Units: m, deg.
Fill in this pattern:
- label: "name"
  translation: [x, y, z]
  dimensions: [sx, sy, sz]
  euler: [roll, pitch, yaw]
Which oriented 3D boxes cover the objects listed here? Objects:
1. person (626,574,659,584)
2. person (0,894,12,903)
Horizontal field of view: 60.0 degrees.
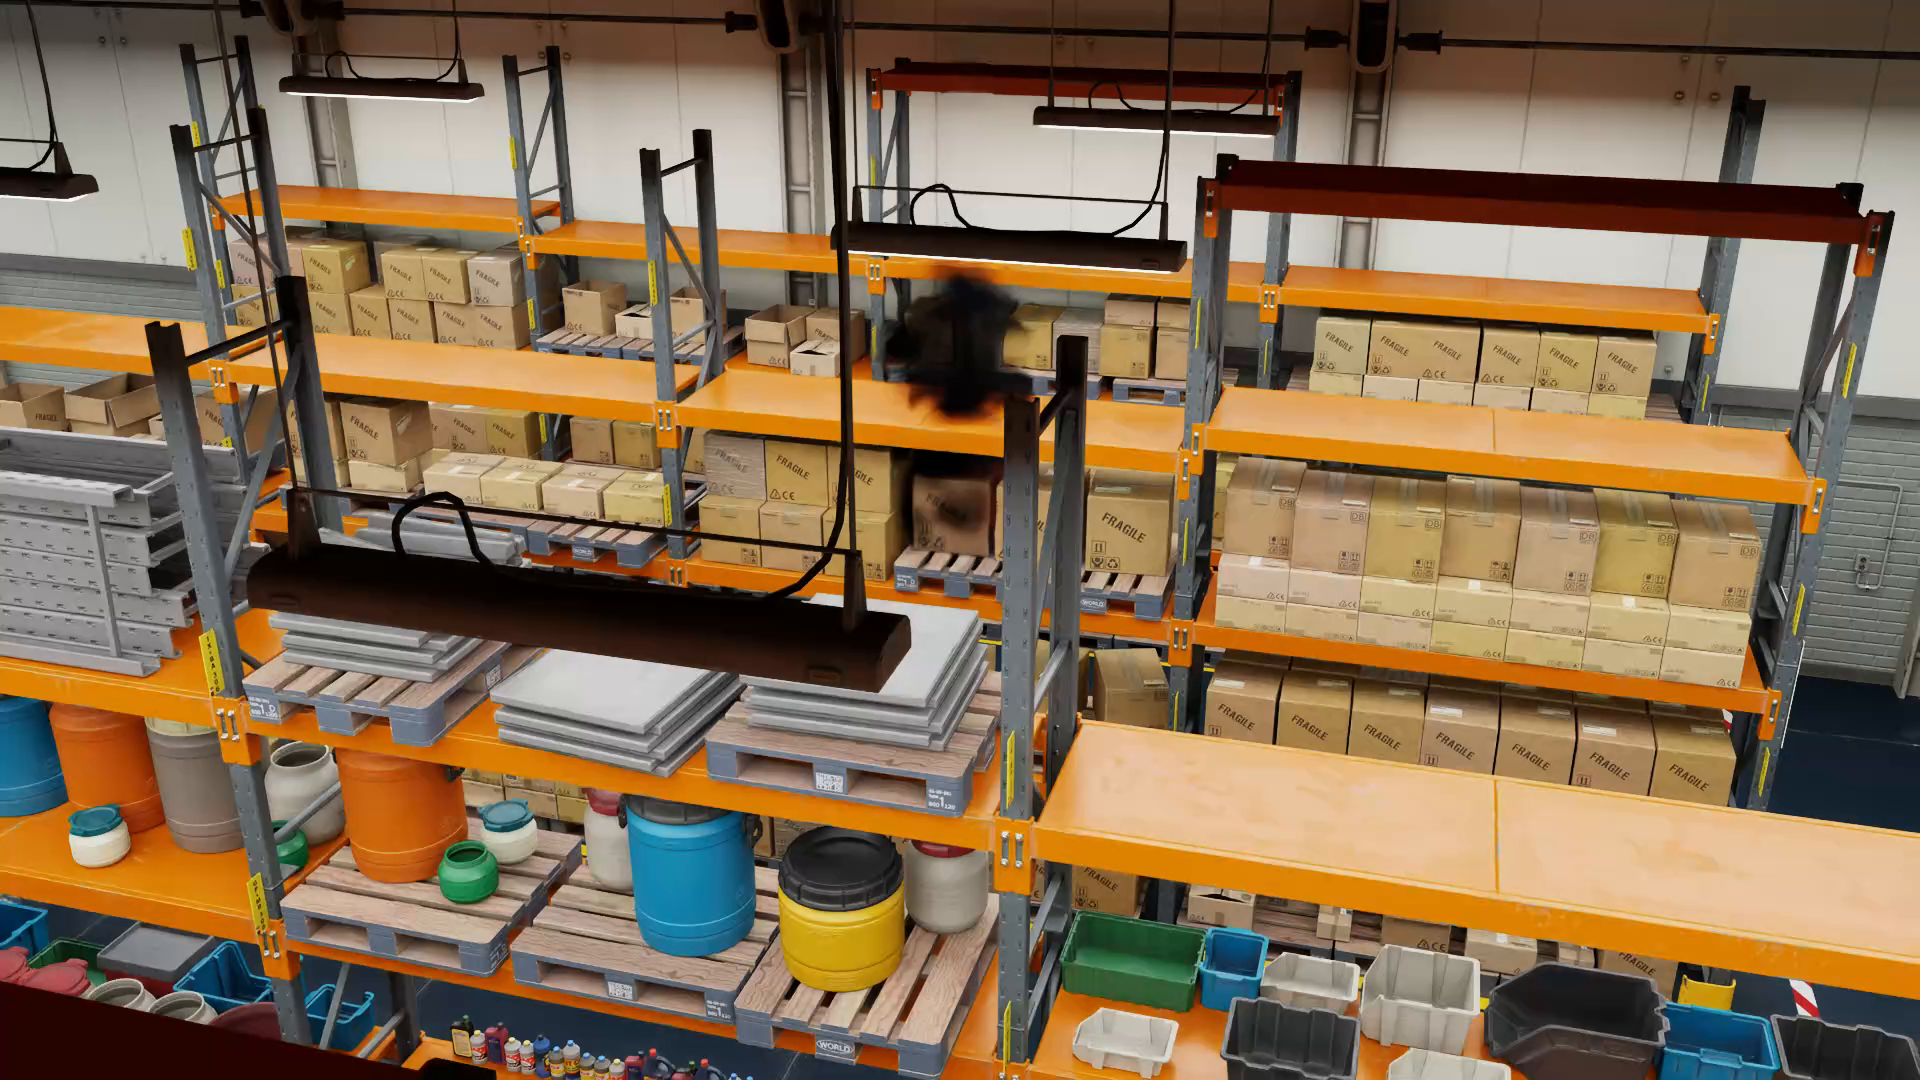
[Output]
- label: "person"
  translation: [-3.138, 0.959, 16.313]
  dimensions: [0.894, 1.624, 0.614]
  euler: [7, 24, 17]
- label: "person"
  translation: [-7.785, 2.387, 12.970]
  dimensions: [0.552, 1.560, 0.527]
  euler: [4, 23, 8]
